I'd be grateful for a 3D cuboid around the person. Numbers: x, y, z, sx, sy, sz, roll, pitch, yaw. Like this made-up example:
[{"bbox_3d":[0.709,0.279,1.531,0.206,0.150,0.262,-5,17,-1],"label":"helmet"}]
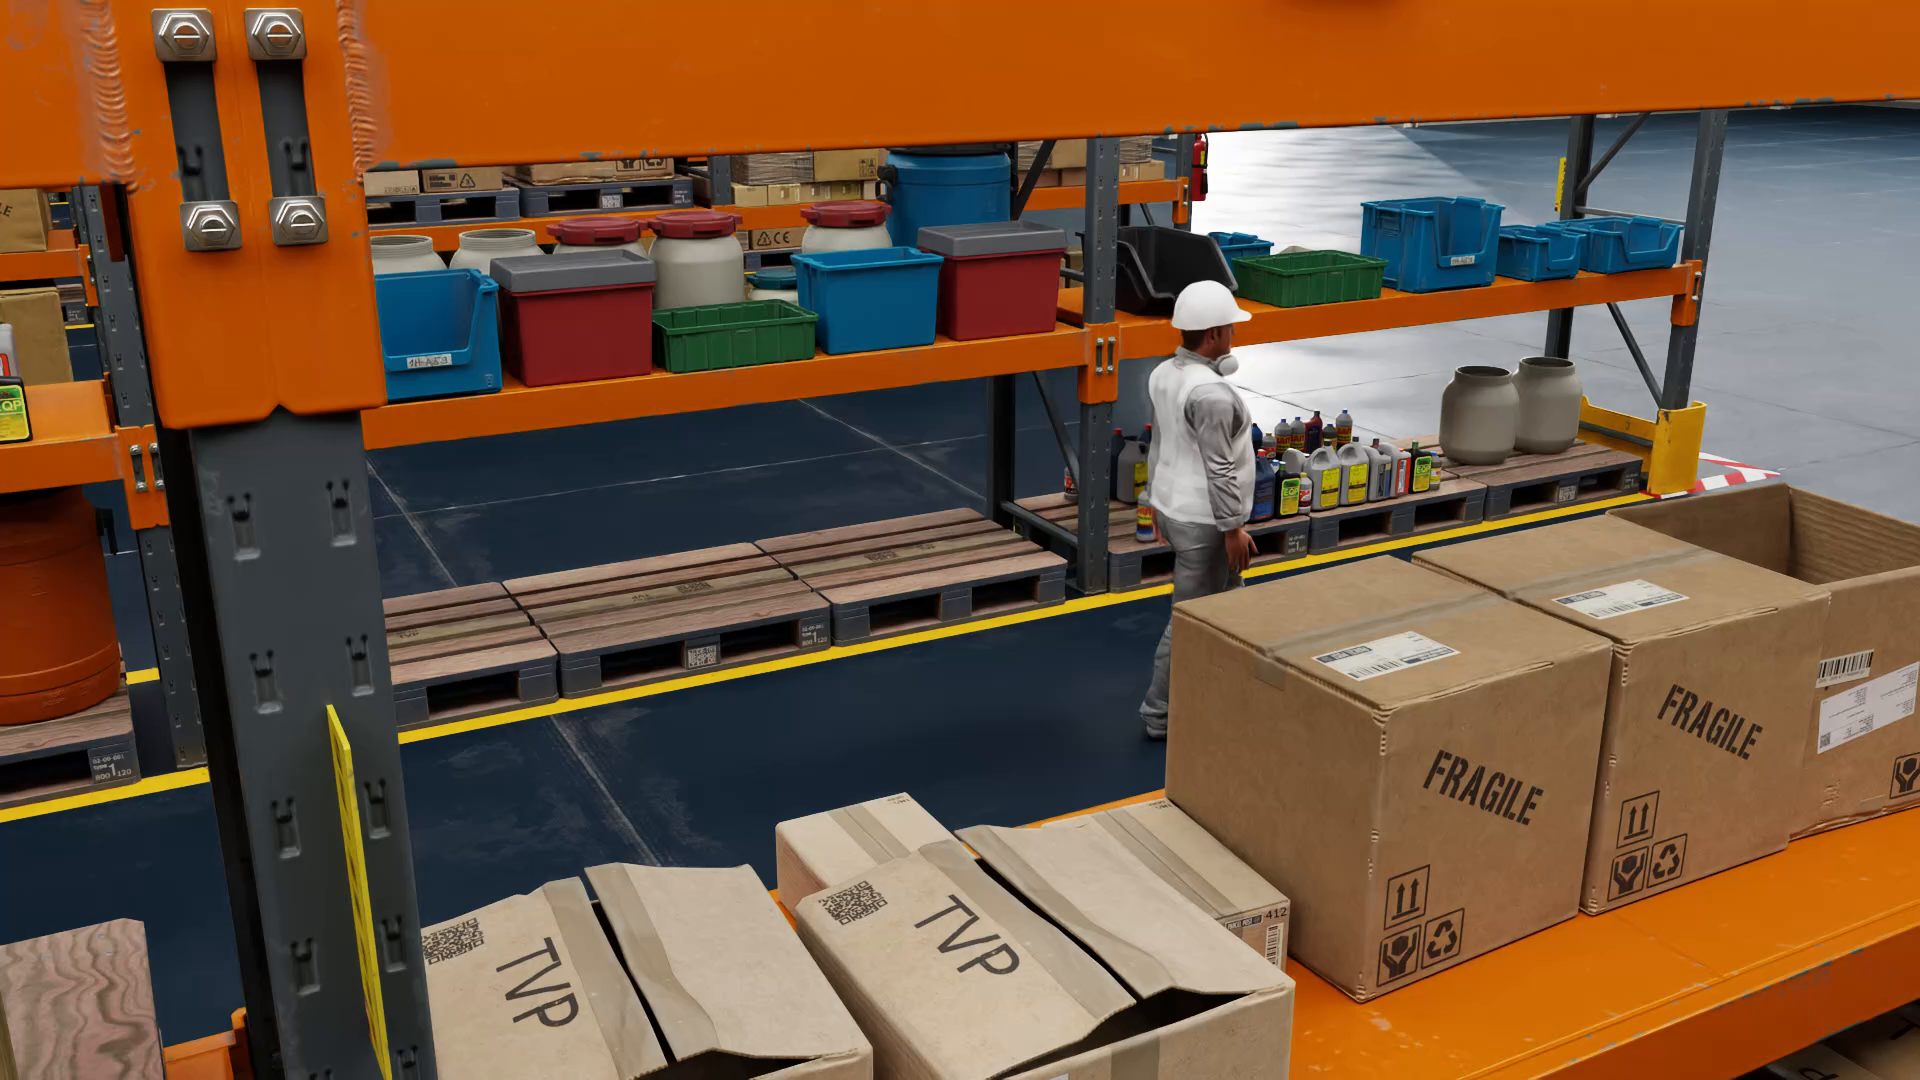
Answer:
[{"bbox_3d":[1.051,-0.108,6.314,0.737,1.761,0.556,-4,19,-11],"label":"person"}]
